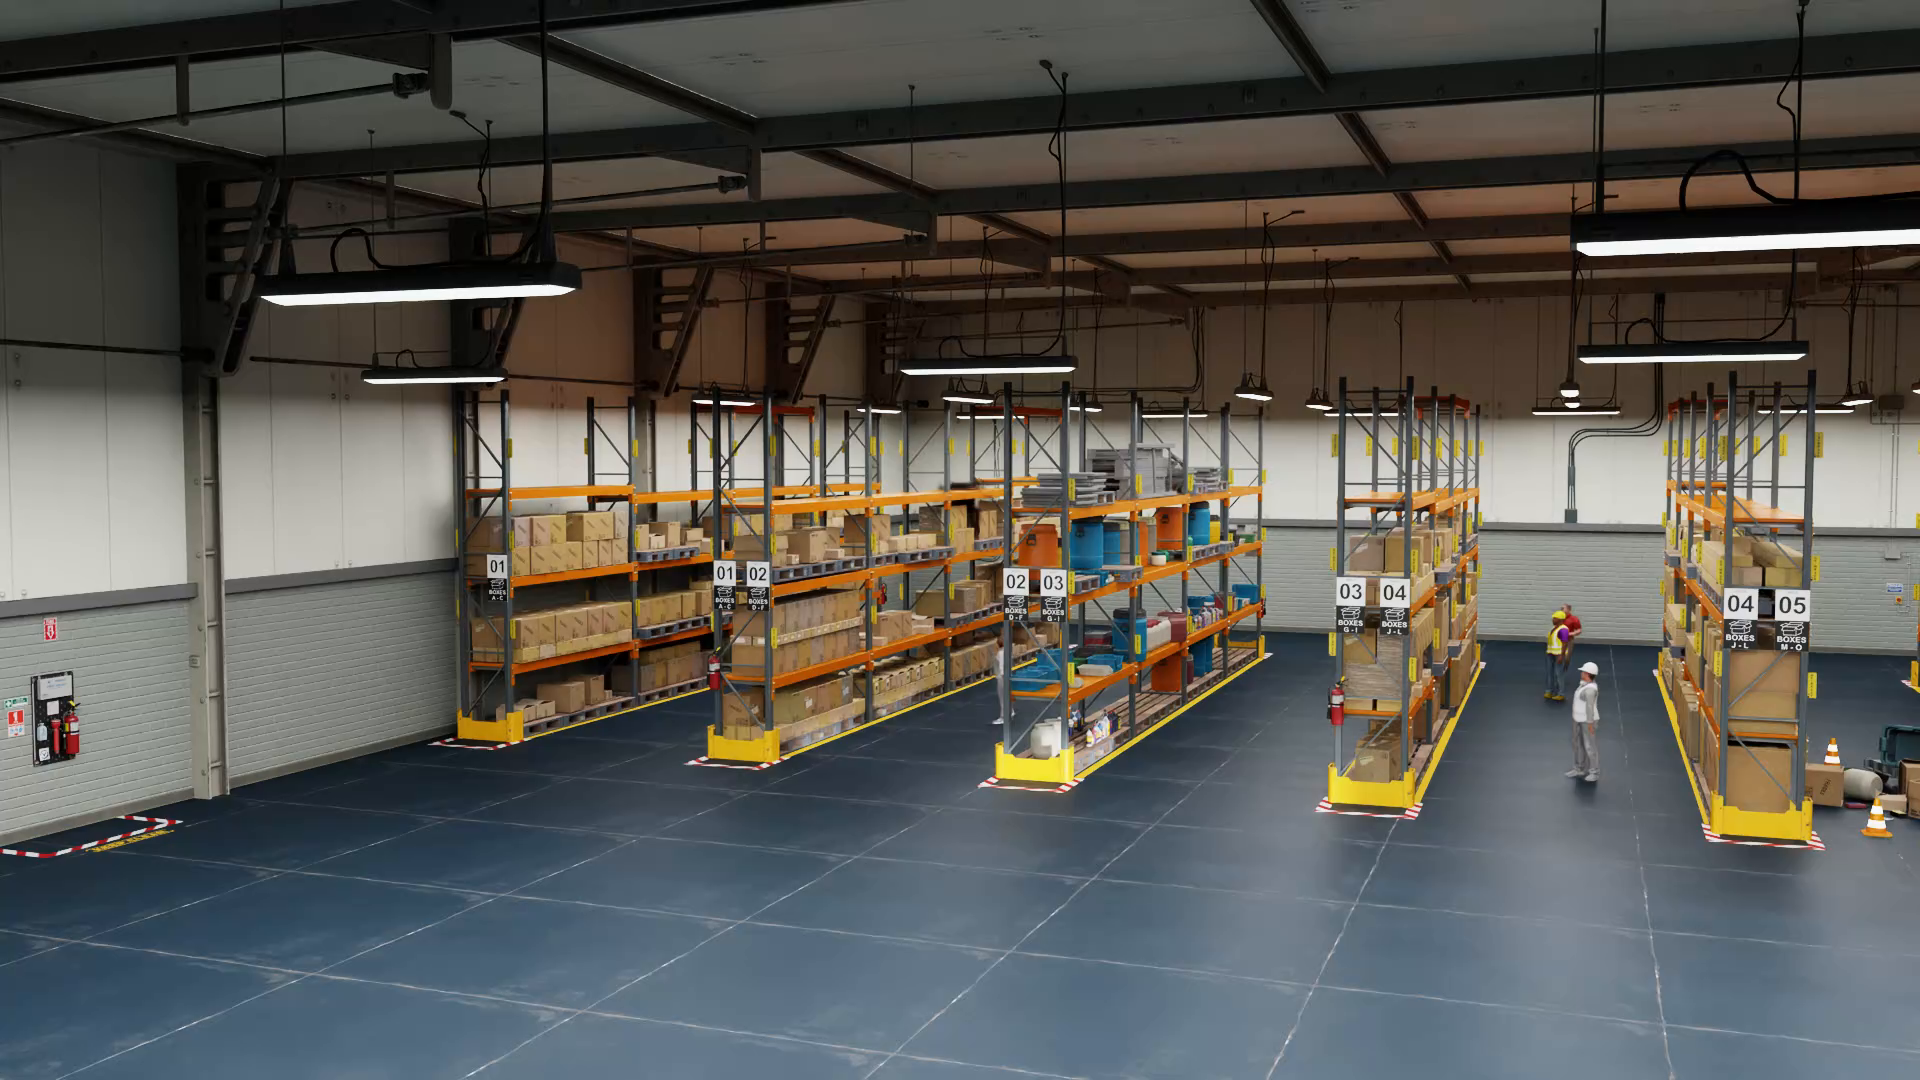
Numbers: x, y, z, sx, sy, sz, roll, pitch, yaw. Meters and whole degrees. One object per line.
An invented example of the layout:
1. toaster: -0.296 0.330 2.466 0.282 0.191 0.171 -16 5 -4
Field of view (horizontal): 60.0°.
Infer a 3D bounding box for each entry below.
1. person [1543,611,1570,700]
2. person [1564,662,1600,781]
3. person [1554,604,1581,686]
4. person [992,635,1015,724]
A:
1. person: 11.923 2.300 33.215 0.451 1.764 0.610 -1 3 -23
2. person: 9.422 2.725 25.118 0.431 1.786 0.700 0 3 4
3. person: 12.864 2.227 35.281 0.568 1.754 0.766 1 3 15
4. person: 0.793 2.528 30.229 0.355 1.608 0.450 1 3 16
